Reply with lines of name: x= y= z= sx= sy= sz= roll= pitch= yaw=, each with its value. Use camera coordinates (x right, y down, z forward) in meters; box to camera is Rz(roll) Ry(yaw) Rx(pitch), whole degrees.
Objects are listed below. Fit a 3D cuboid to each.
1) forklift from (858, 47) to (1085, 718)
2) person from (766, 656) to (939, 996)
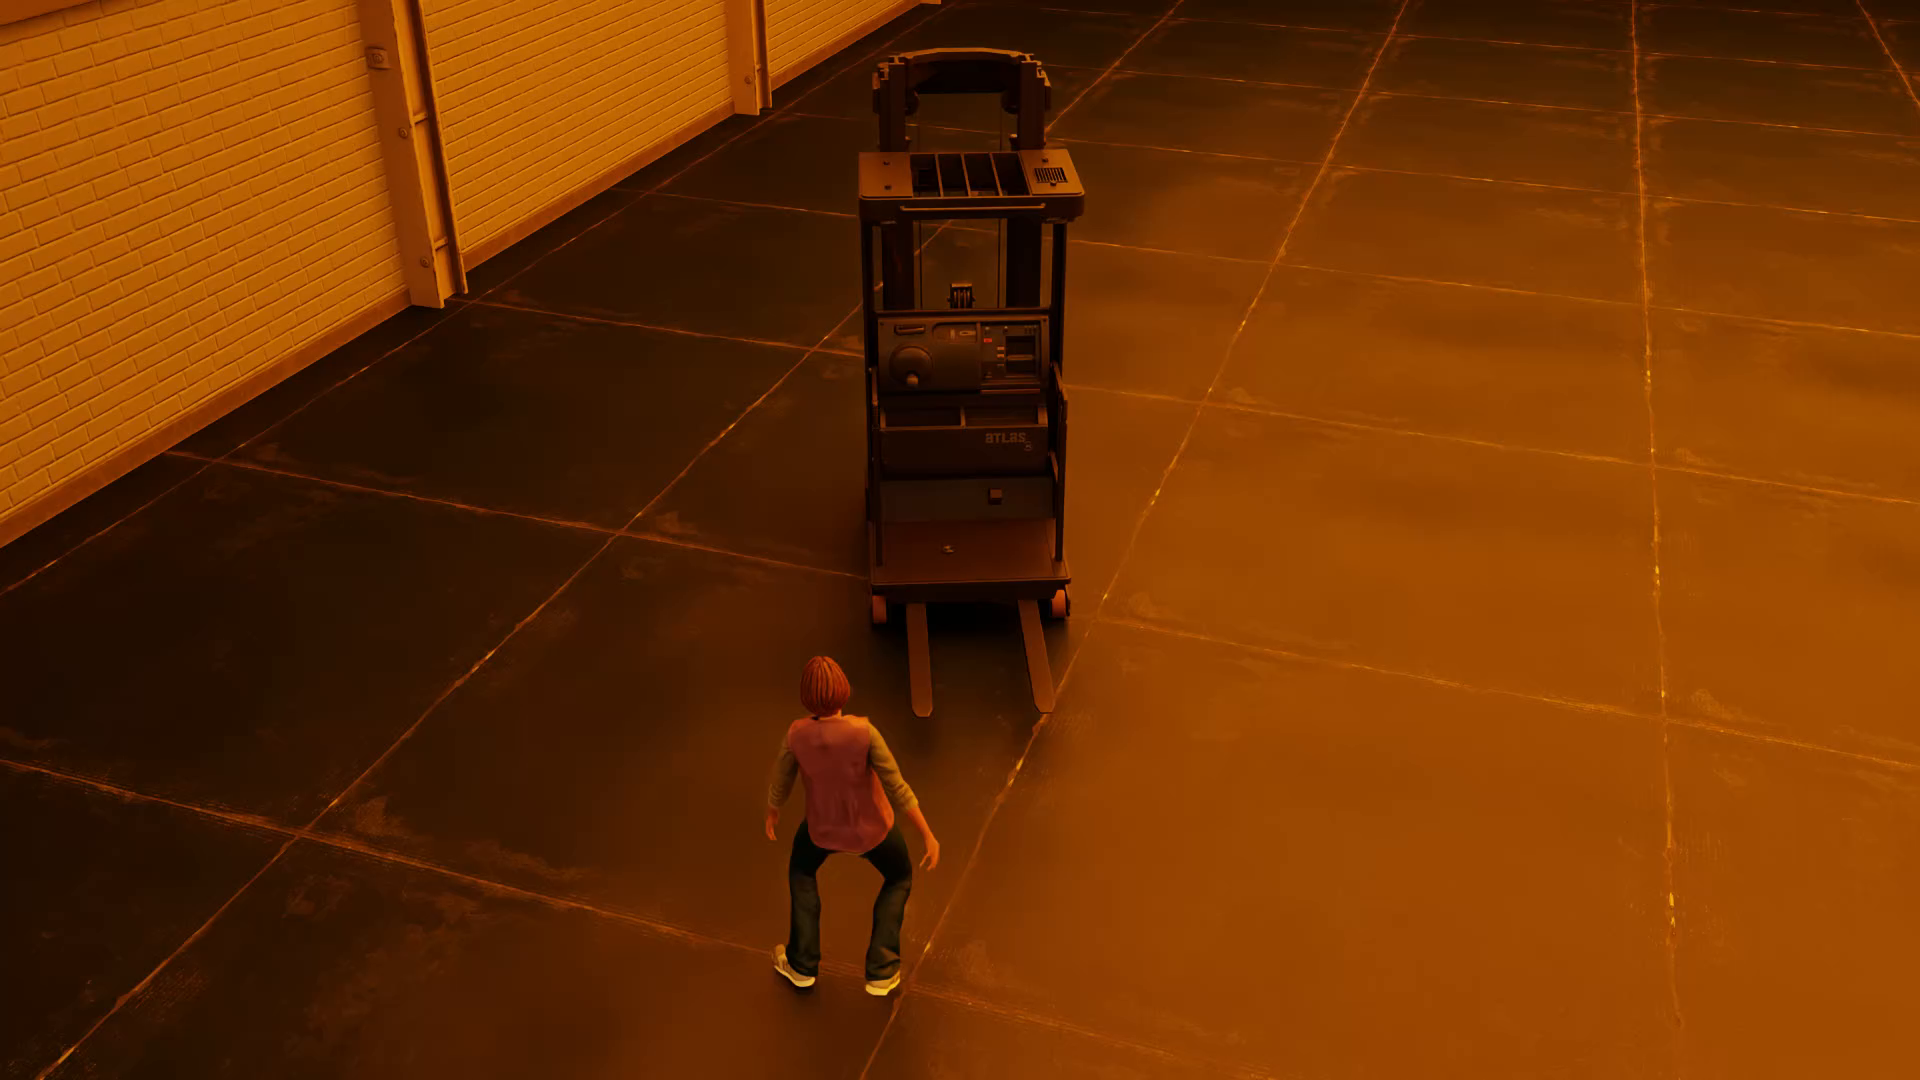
forklift: x=0.035 y=-0.972 z=8.842 sx=1.130 sy=2.935 sz=3.031 roll=-2 pitch=30 yaw=-3
person: x=-0.433 y=1.149 z=6.557 sx=0.741 sy=1.521 sz=0.449 roll=7 pitch=30 yaw=11
